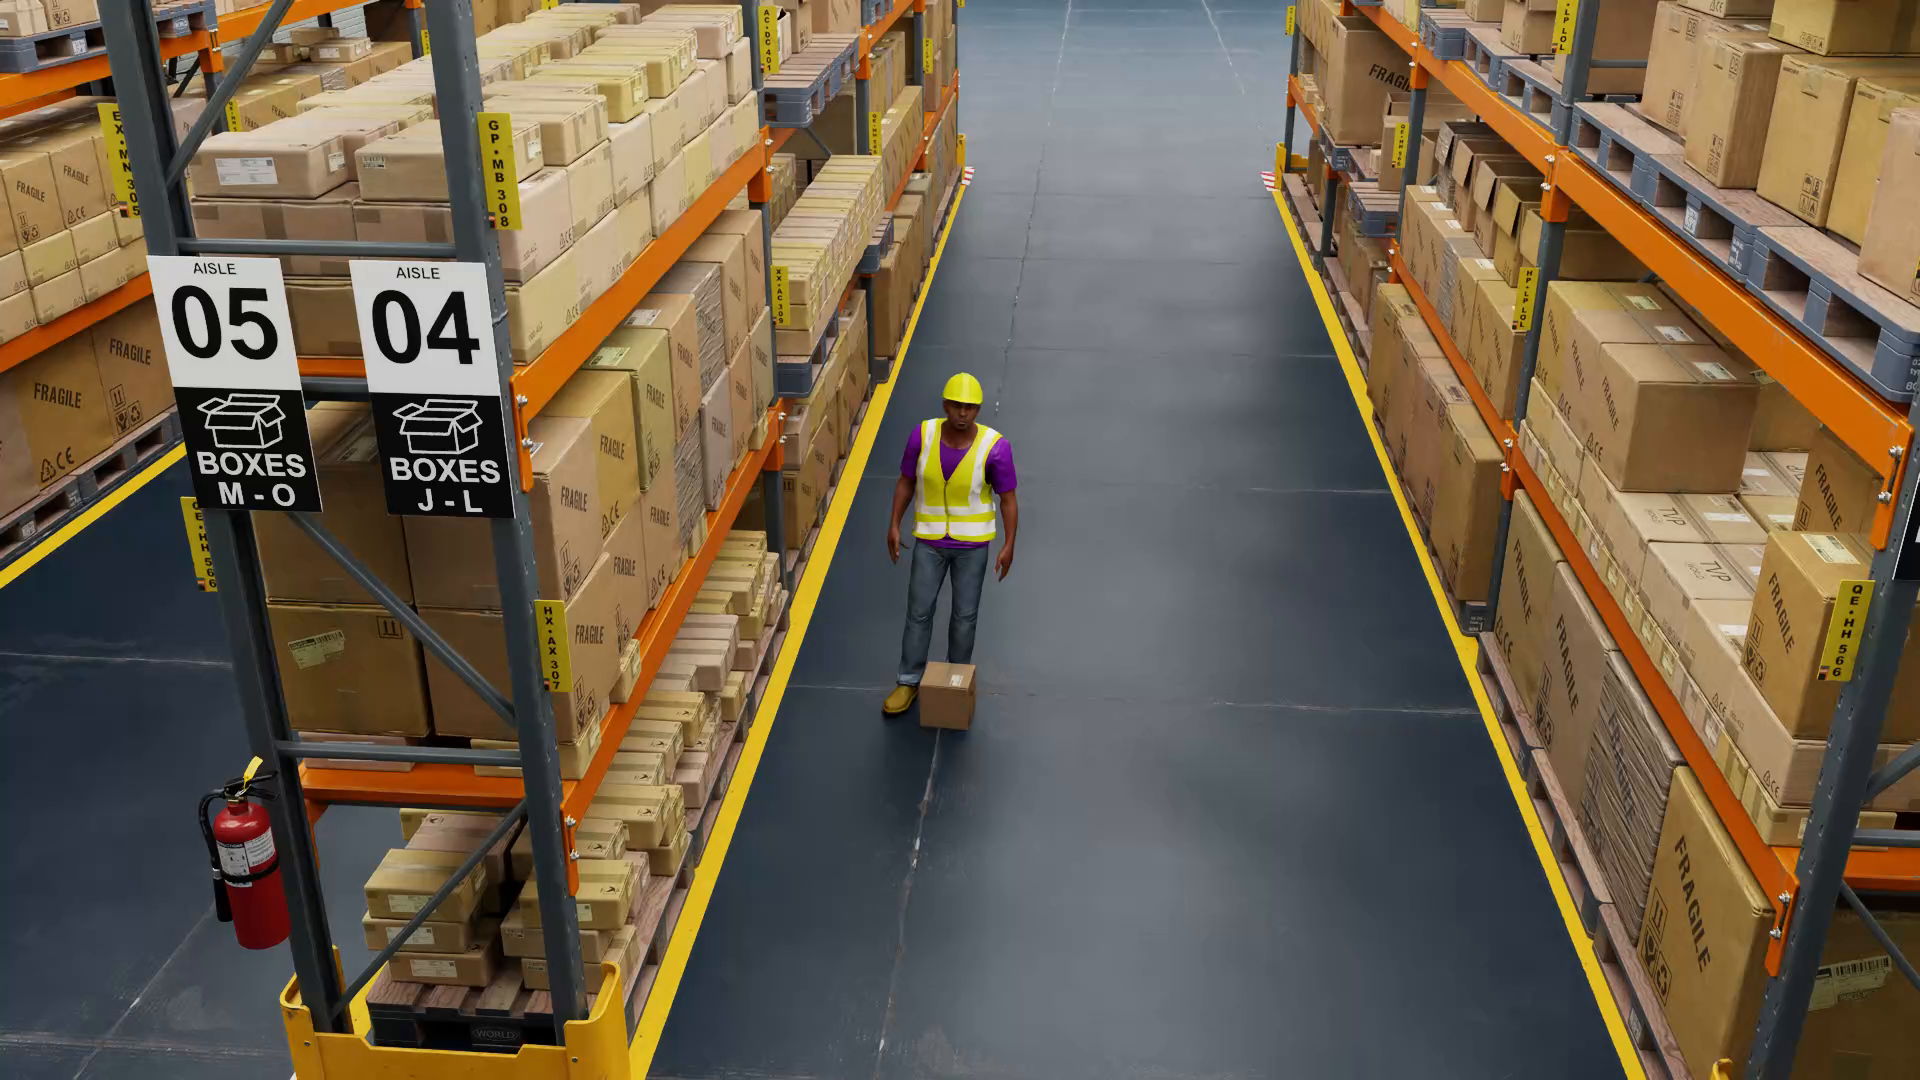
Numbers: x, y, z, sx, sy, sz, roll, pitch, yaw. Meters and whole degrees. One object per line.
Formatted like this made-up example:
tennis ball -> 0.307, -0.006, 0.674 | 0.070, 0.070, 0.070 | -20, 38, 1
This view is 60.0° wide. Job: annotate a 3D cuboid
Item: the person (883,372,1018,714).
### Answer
person -> -0.053, 0.026, 8.494 | 0.665, 1.767, 0.576 | 5, 25, 10
